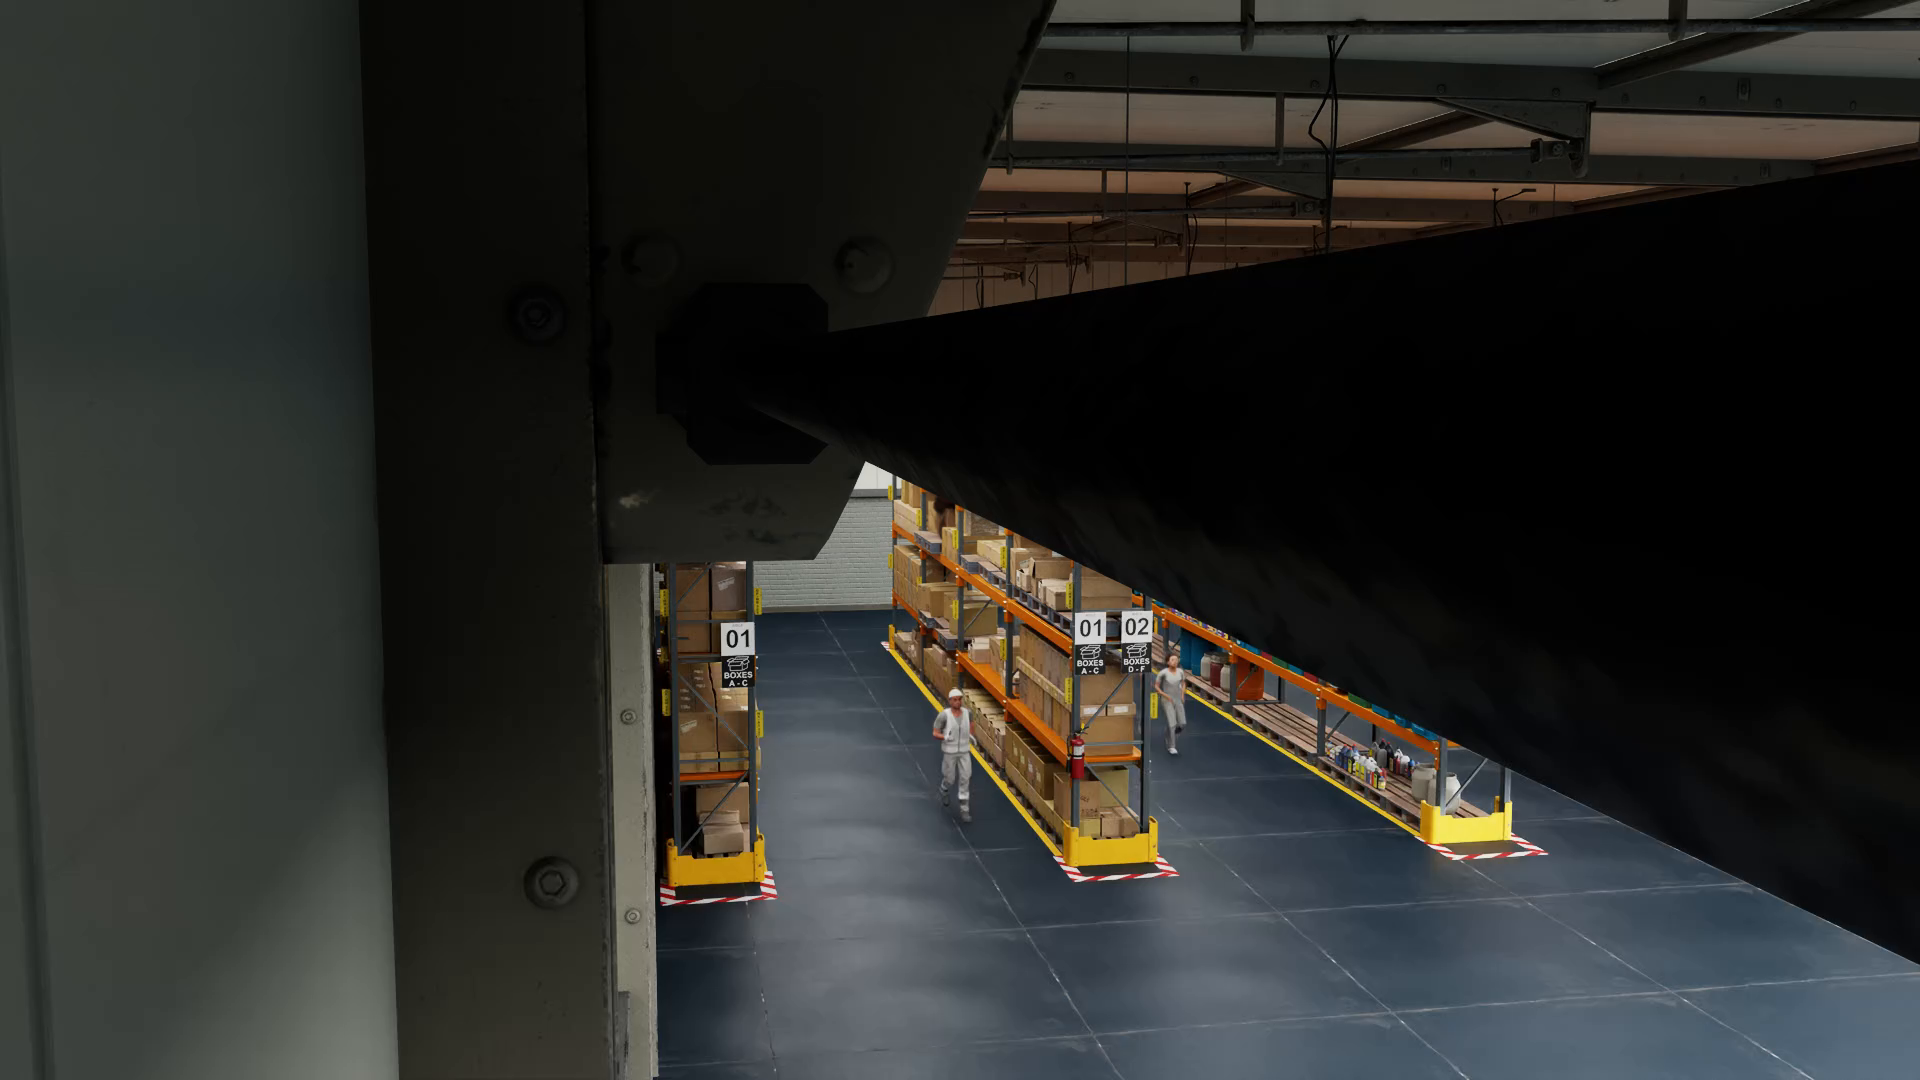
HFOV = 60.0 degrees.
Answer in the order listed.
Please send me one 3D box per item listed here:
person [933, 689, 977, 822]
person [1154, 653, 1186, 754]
[{"bbox_3d":[-0.049,2.925,22.930,0.658,1.757,1.023,-2,6,-17],"label":"person"},{"bbox_3d":[3.402,2.623,26.838,0.569,1.634,0.560,-2,6,-18],"label":"person"}]
